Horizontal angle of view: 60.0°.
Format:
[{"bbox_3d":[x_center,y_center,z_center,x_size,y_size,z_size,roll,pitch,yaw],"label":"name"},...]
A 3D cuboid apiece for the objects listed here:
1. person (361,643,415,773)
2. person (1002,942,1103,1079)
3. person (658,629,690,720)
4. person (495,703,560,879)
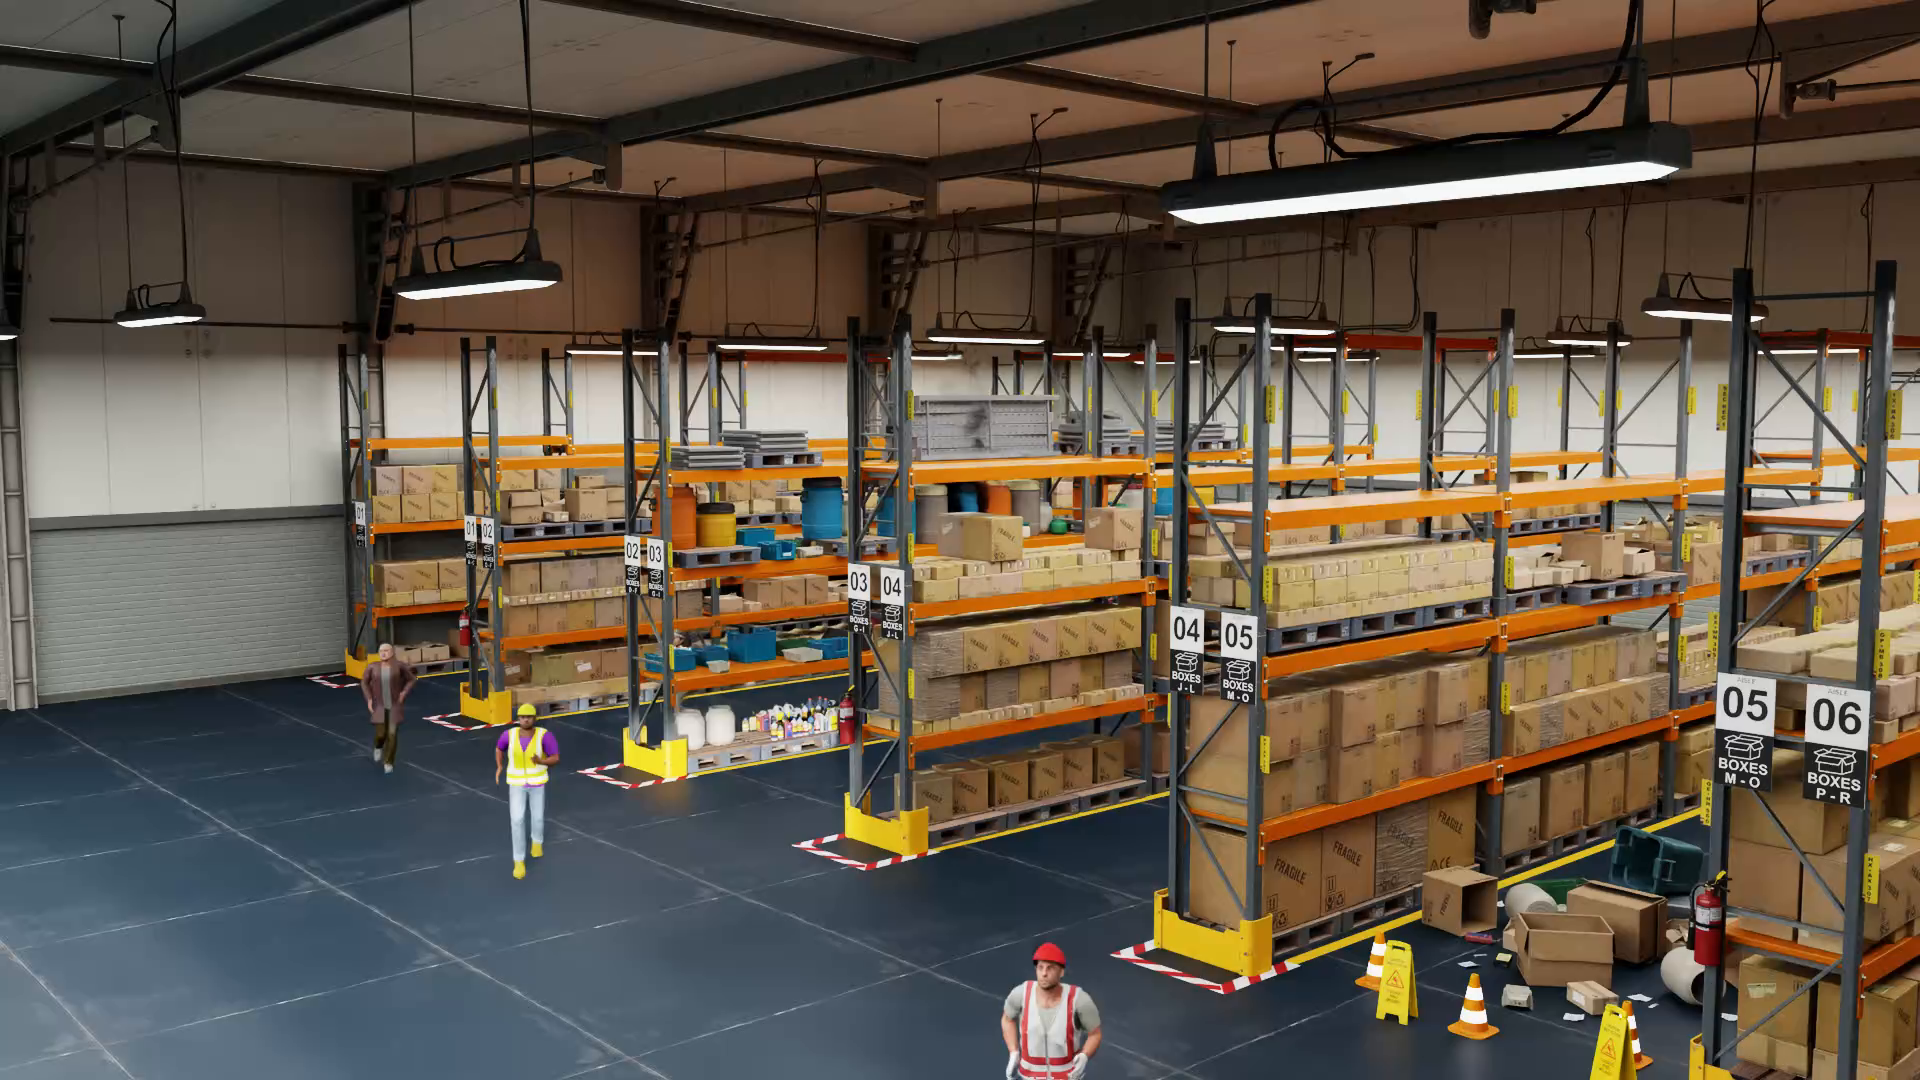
[{"bbox_3d":[-7.794,2.273,22.688,0.704,1.750,0.685,-1,5,-15],"label":"person"},{"bbox_3d":[0.568,3.365,10.376,0.637,1.749,0.527,1,5,6],"label":"person"},{"bbox_3d":[-4.180,2.134,24.744,0.615,1.657,0.555,3,6,31],"label":"person"},{"bbox_3d":[-4.674,2.657,17.985,0.682,1.803,0.879,-1,5,-13],"label":"person"}]
